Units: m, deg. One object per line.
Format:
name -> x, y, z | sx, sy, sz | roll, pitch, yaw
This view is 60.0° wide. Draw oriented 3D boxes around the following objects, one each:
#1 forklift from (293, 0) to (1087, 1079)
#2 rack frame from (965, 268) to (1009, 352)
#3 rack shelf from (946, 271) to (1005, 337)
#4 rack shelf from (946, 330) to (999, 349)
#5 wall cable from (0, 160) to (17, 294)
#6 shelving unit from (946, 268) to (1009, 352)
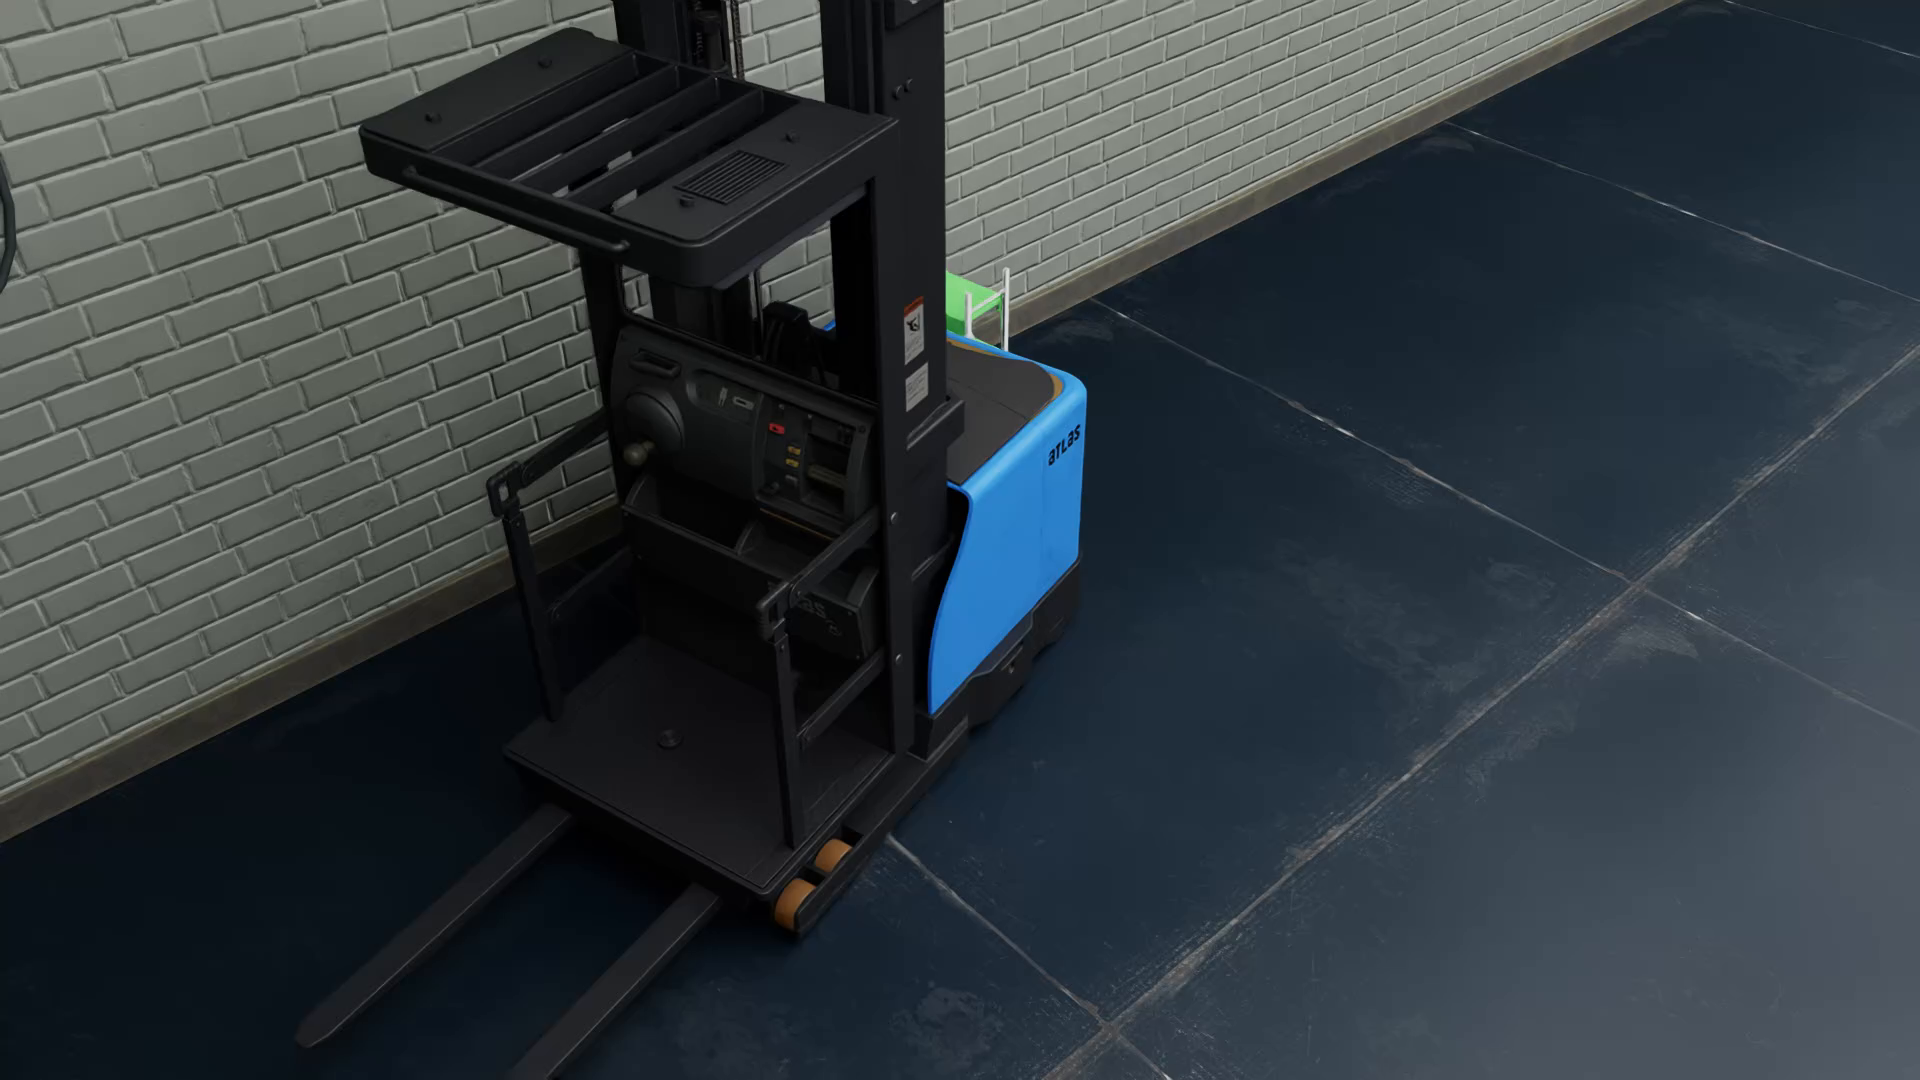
forklift -> -0.769, -0.251, 4.728 | 1.130, 2.935, 3.031 | 22, 44, 25
rack frame -> 0.099, -0.467, 6.374 | 0.015, 1.200, 0.240 | 27, 46, 30
rack shelf -> -0.090, -0.889, 6.233 | 0.480, 0.148, 0.258 | 27, 46, 30
rack shelf -> -0.090, -0.702, 6.384 | 0.480, 0.148, 0.258 | 27, 46, 30
wall cable -> -3.739, -0.951, 3.237 | 3.097, 2.526, 0.112 | -30, 48, -32
shelving unit -> -0.090, -0.565, 6.494 | 0.503, 1.200, 0.258 | 27, 46, 30
